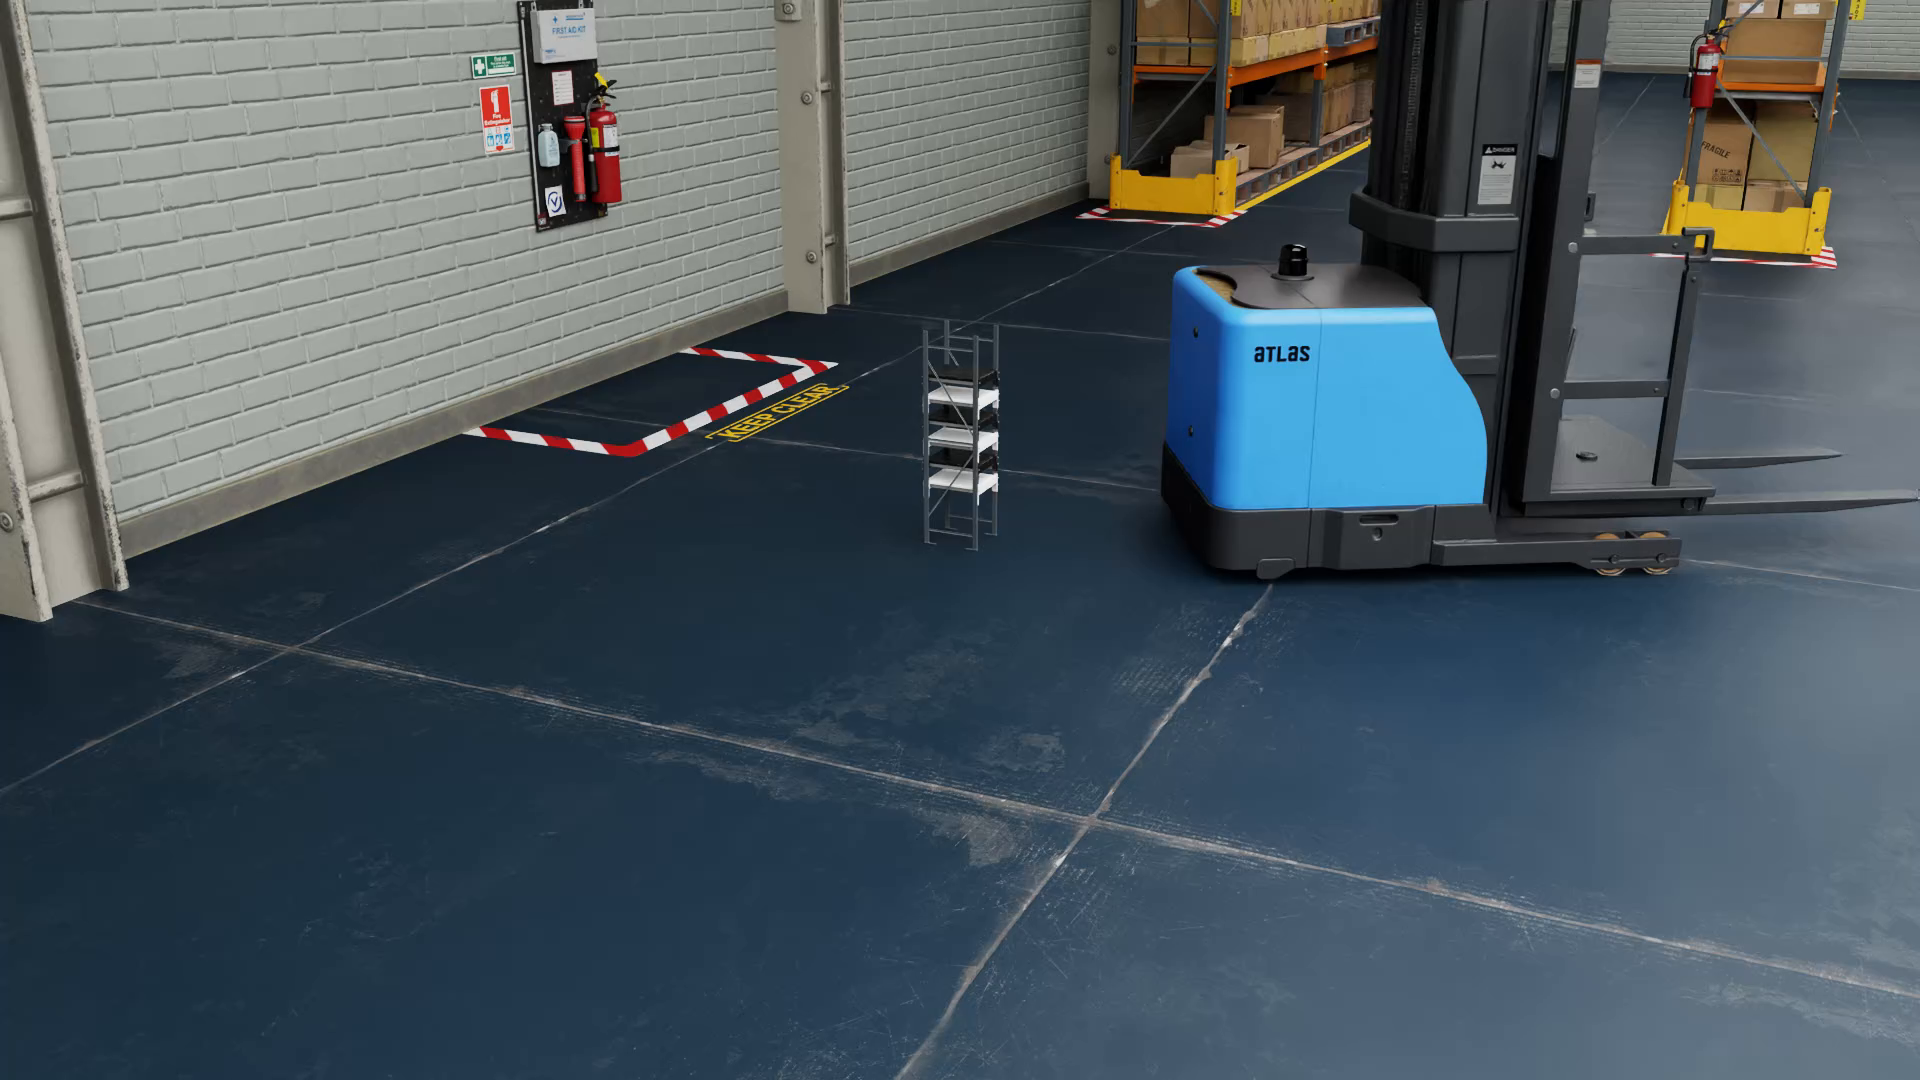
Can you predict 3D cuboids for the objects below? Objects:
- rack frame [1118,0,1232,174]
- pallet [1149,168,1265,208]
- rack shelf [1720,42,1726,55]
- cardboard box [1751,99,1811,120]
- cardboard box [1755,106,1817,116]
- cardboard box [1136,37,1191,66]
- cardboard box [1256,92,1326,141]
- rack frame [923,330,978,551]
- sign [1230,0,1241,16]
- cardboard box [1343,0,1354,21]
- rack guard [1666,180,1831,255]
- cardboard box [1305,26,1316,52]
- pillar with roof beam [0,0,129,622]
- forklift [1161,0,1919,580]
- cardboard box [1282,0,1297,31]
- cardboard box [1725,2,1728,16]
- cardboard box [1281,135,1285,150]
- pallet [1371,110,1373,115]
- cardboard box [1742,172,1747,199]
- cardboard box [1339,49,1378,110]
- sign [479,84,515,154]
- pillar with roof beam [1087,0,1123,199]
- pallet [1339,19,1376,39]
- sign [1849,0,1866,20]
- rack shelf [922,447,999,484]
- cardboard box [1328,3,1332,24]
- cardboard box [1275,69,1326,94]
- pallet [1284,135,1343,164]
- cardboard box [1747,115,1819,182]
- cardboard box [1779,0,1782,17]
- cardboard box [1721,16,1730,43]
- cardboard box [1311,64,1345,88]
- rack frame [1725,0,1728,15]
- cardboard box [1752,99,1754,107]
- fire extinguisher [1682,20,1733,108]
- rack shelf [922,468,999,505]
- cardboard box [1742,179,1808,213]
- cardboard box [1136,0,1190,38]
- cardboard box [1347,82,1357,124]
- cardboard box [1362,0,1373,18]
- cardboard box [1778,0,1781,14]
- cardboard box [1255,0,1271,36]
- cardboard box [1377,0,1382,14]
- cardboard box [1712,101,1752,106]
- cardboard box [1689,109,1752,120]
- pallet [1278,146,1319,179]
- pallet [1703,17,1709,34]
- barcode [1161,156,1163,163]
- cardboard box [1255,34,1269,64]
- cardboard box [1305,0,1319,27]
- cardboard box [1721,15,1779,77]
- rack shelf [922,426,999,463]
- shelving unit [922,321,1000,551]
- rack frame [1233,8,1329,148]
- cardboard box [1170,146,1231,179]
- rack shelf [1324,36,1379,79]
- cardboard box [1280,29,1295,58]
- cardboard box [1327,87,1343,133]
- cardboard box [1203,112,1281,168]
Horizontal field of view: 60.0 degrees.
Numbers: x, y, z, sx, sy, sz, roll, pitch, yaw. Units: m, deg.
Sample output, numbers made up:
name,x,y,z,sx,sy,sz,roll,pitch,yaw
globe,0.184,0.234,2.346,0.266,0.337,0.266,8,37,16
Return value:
name,x,y,z,sx,sy,sz,roll,pitch,yaw
rack frame,1.974,-4.528,15.225,1.000,3.000,0.127,9,21,23
pallet,2.370,-3.481,16.442,1.003,0.211,1.213,9,21,23
rack shelf,8.952,-5.345,18.595,1.077,0.370,4.000,9,21,23
cardboard box,7.927,-4.005,16.111,0.500,0.500,0.500,9,21,23
cardboard box,7.534,-3.697,15.245,0.500,0.500,0.500,9,21,23
cardboard box,1.988,-4.636,15.723,0.500,0.250,0.500,9,21,23
cardboard box,3.898,-5.008,19.647,0.700,0.500,0.500,9,22,25
rack frame,-0.038,-0.395,6.738,0.240,0.900,0.006,9,21,23
sign,2.469,-4.862,14.870,0.100,0.325,0.005,9,21,23
cardboard box,4.328,-6.532,20.052,0.700,0.500,0.500,12,23,30
rack guard,6.485,-2.664,13.715,1.175,0.500,0.348,9,21,23
cardboard box,3.483,-5.352,17.736,0.500,0.250,0.500,9,21,23
pillar with roof beam,0.485,-3.428,3.179,9.100,9.000,0.400,9,21,23
forklift,2.429,-1.413,6.567,3.031,2.935,1.130,-2,20,-5
cardboard box,3.073,-5.391,16.726,0.500,0.500,0.500,9,22,24
cardboard box,6.583,-4.425,13.819,0.380,0.149,0.250,9,22,24
cardboard box,3.420,-4.456,18.593,0.380,0.166,0.250,6,20,16
pallet,5.641,-5.891,23.217,1.003,0.211,1.213,9,21,23
cardboard box,7.324,-3.191,14.943,0.500,0.250,0.500,9,21,23
cardboard box,5.671,-6.365,22.973,0.750,0.750,0.750,8,21,22
sign,-2.353,-2.138,8.452,0.001,0.329,0.234,9,21,23
pillar with roof beam,5.399,-7.097,13.494,9.100,9.000,0.400,9,21,23
pallet,4.477,-6.273,20.416,1.003,0.211,1.213,9,21,23
sign,6.999,-4.217,12.939,0.100,0.325,0.005,9,21,23
rack shelf,0.003,-0.310,6.866,0.258,0.077,0.200,9,21,23
cardboard box,3.851,-6.156,18.997,0.700,0.500,0.500,9,21,23
cardboard box,4.075,-5.496,19.901,0.500,0.250,0.500,8,21,22
pallet,3.929,-4.675,19.800,1.003,0.211,1.213,9,21,23
cardboard box,7.120,-3.392,14.387,0.500,0.500,0.500,9,21,23
cardboard box,6.957,-4.374,13.673,0.380,0.149,0.250,8,21,21
cardboard box,9.228,-6.006,19.514,0.500,0.311,0.500,8,21,22
cardboard box,4.506,-5.806,20.772,0.500,0.250,0.500,8,21,22
rack frame,9.771,-6.295,20.193,1.000,3.000,0.127,9,21,23
cardboard box,9.574,-5.108,19.495,0.500,0.311,0.500,8,21,22
fire extinguisher,6.022,-3.841,13.407,0.296,0.674,0.183,9,21,23
rack shelf,0.003,-0.225,6.896,0.258,0.077,0.200,9,21,23
cardboard box,6.917,-2.885,14.082,0.500,0.250,0.500,9,21,23
cardboard box,1.973,-4.993,15.608,0.500,0.500,0.500,8,21,22
cardboard box,4.686,-5.634,21.409,0.700,0.500,0.500,9,21,23
cardboard box,4.862,-6.908,21.112,0.700,0.500,0.500,6,21,18
cardboard box,7.273,-4.608,14.333,0.380,0.149,0.250,8,21,21
cardboard box,2.655,-5.075,15.836,0.500,0.500,0.500,9,21,23
cardboard box,5.682,-7.284,22.350,0.500,0.500,0.500,9,22,24
cardboard box,7.248,-3.923,15.882,0.500,0.500,0.500,9,21,23
cardboard box,6.839,-3.618,15.022,0.500,0.500,0.500,9,21,23
pallet,3.369,-4.227,18.539,1.003,0.211,1.213,9,21,23
pallet,9.984,-6.422,20.835,1.213,0.211,1.003,9,21,23
barcode,1.982,-3.732,16.330,0.001,0.075,0.075,9,21,23
cardboard box,2.663,-4.733,15.995,0.500,0.250,0.500,8,21,21
cardboard box,3.501,-5.703,17.602,0.500,0.500,0.500,8,21,22
cardboard box,6.908,-4.199,14.149,0.700,0.500,0.500,9,22,24
rack shelf,0.003,-0.395,6.836,0.258,0.077,0.200,9,21,23
shelving unit,0.003,-0.426,6.825,0.258,0.900,0.210,9,21,23
rack frame,3.612,-5.751,18.663,1.000,3.000,0.127,9,21,23
cardboard box,2.339,-3.668,16.161,0.500,0.311,0.500,6,20,17
rack shelf,4.431,-6.023,20.503,1.077,0.370,4.000,9,21,23
cardboard box,3.086,-5.042,16.864,0.500,0.250,0.500,9,21,23
cardboard box,4.310,-5.323,20.534,0.700,0.500,0.500,9,21,23
cardboard box,2.919,-4.148,17.231,0.700,0.500,0.500,7,21,19
